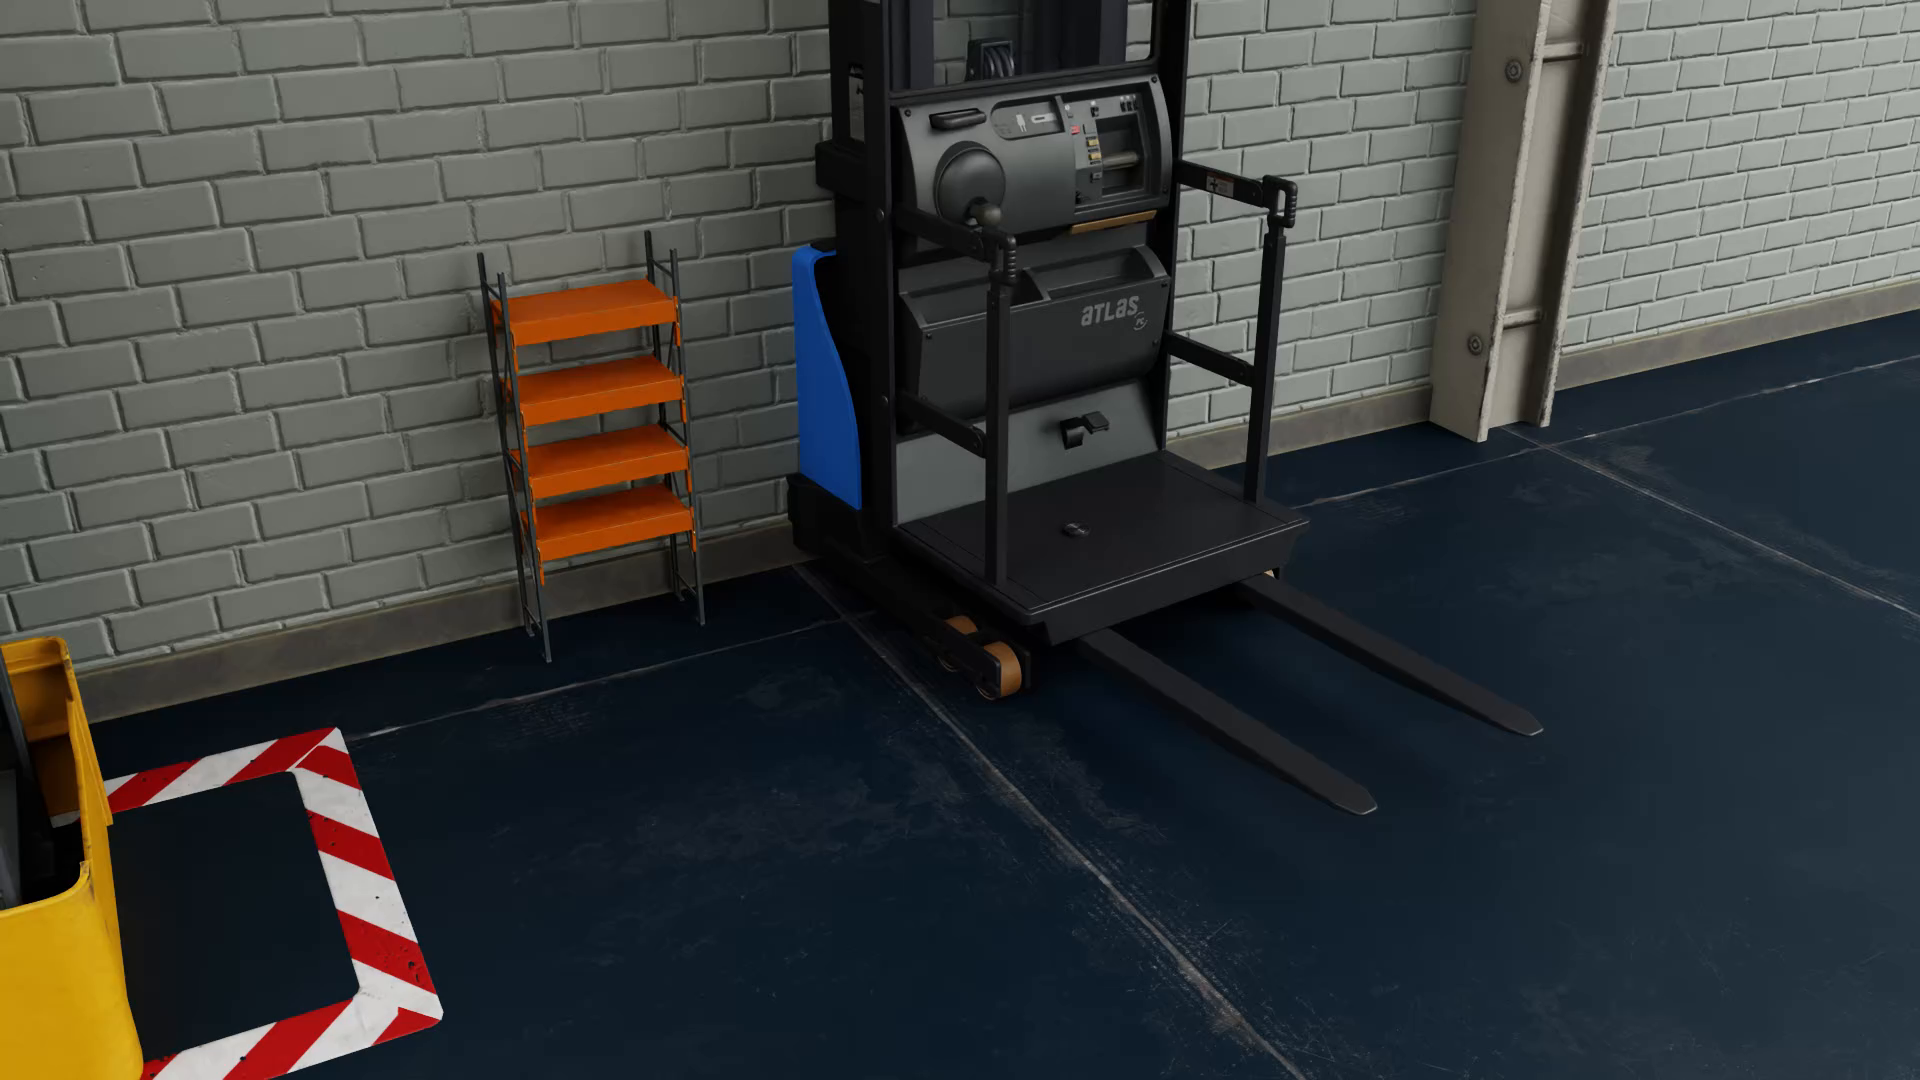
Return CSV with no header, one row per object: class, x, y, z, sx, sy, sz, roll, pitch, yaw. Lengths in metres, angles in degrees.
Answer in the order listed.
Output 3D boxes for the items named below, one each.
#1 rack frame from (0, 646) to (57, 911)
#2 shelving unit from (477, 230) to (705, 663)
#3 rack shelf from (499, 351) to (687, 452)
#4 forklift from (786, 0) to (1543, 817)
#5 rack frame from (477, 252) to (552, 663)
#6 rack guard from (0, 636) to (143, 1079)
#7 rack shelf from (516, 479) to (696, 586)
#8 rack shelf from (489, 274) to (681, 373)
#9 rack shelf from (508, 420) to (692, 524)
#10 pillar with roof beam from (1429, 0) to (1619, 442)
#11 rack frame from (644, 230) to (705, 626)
rack frame,-2.117,-0.411,3.141,0.127,3.000,1.000,-13,29,-25
shelving unit,-1.074,-0.269,4.924,0.503,1.200,0.258,-13,29,-26
rack shelf,-1.074,-0.410,4.856,0.480,0.148,0.258,-13,29,-26
forklift,0.356,-1.097,4.648,1.130,2.935,3.031,-17,30,-31
rack frame,-1.288,-0.218,4.818,0.015,1.200,0.240,-13,29,-26
rack guard,-2.096,0.711,3.692,0.348,0.500,1.175,-13,29,-25
rack shelf,-1.074,-0.029,5.039,0.480,0.148,0.258,-13,29,-26
rack shelf,-1.074,-0.623,4.754,0.480,0.148,0.258,-13,29,-26
rack shelf,-1.074,-0.208,4.953,0.480,0.148,0.258,-13,29,-26
pillar with roof beam,4.164,-2.896,1.385,0.400,9.000,9.100,-13,29,-25
rack frame,-0.860,-0.320,5.029,0.015,1.200,0.240,-13,29,-26
